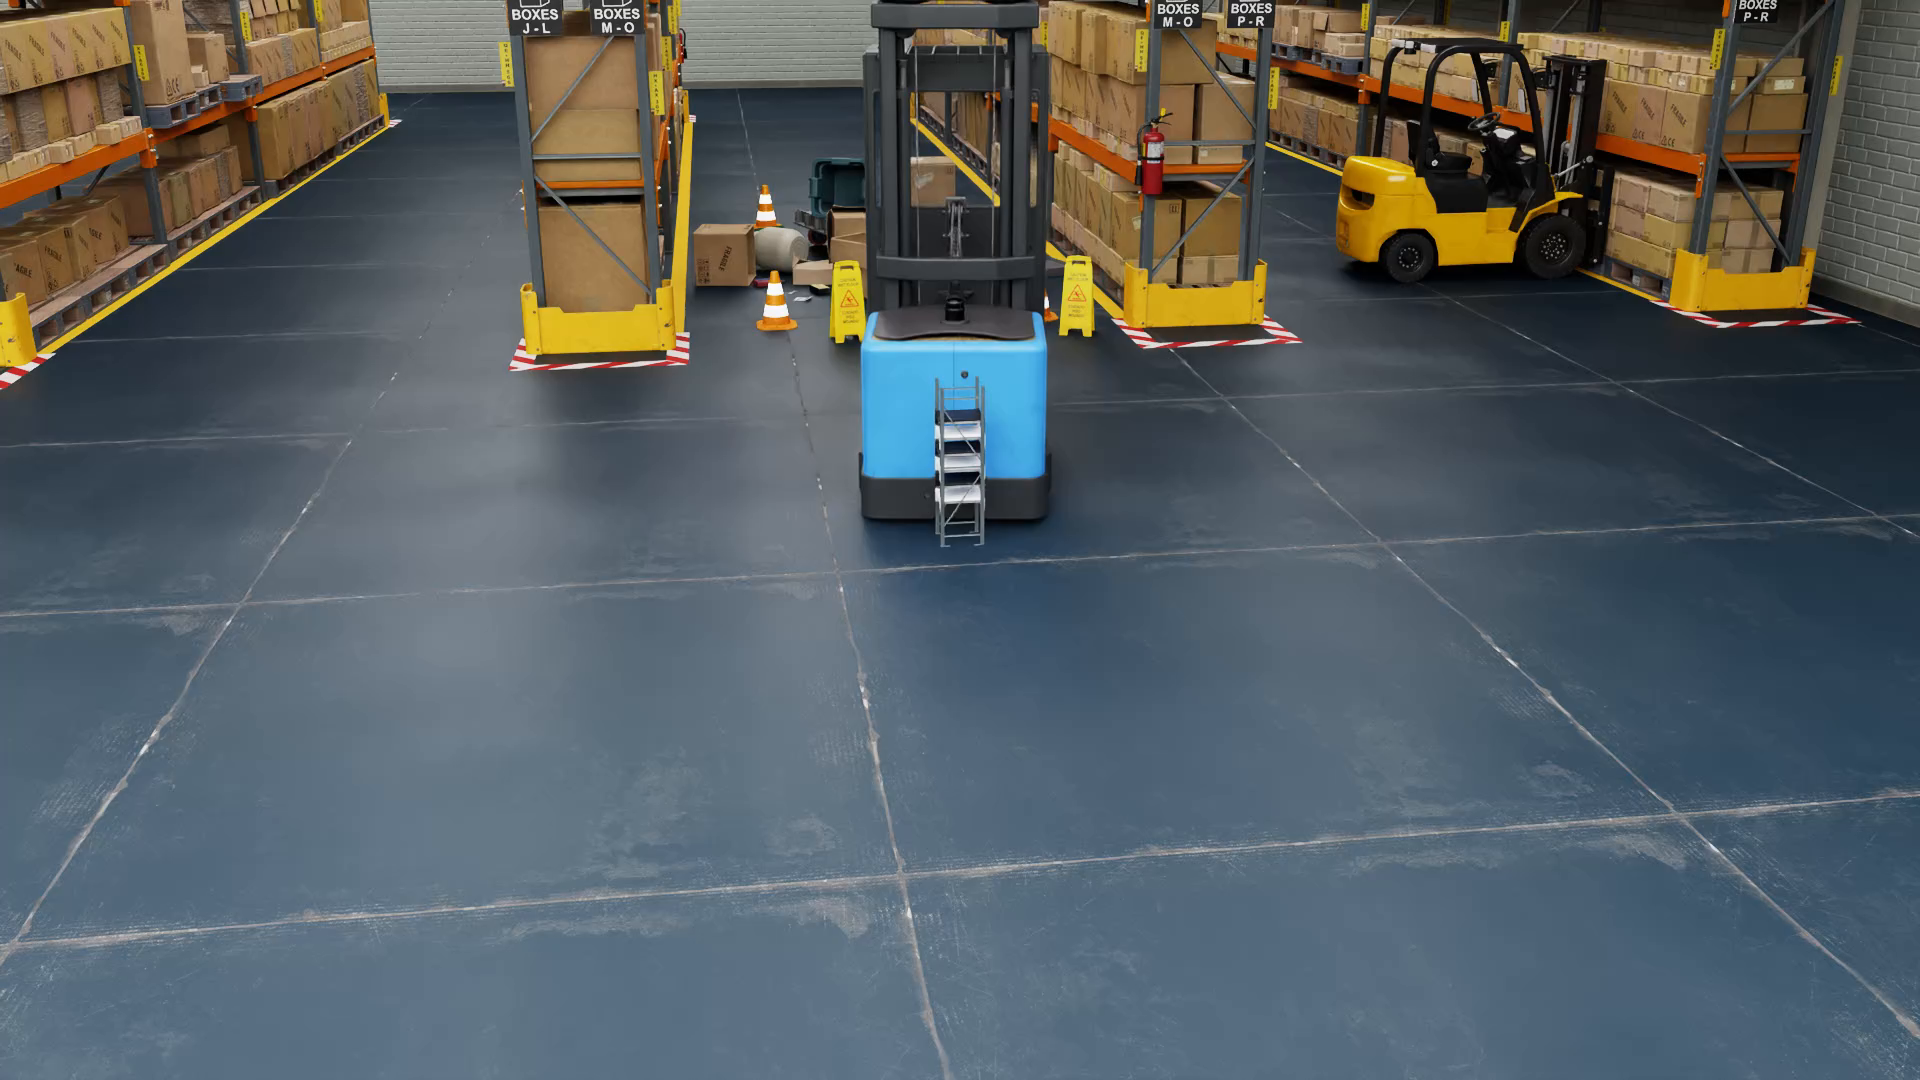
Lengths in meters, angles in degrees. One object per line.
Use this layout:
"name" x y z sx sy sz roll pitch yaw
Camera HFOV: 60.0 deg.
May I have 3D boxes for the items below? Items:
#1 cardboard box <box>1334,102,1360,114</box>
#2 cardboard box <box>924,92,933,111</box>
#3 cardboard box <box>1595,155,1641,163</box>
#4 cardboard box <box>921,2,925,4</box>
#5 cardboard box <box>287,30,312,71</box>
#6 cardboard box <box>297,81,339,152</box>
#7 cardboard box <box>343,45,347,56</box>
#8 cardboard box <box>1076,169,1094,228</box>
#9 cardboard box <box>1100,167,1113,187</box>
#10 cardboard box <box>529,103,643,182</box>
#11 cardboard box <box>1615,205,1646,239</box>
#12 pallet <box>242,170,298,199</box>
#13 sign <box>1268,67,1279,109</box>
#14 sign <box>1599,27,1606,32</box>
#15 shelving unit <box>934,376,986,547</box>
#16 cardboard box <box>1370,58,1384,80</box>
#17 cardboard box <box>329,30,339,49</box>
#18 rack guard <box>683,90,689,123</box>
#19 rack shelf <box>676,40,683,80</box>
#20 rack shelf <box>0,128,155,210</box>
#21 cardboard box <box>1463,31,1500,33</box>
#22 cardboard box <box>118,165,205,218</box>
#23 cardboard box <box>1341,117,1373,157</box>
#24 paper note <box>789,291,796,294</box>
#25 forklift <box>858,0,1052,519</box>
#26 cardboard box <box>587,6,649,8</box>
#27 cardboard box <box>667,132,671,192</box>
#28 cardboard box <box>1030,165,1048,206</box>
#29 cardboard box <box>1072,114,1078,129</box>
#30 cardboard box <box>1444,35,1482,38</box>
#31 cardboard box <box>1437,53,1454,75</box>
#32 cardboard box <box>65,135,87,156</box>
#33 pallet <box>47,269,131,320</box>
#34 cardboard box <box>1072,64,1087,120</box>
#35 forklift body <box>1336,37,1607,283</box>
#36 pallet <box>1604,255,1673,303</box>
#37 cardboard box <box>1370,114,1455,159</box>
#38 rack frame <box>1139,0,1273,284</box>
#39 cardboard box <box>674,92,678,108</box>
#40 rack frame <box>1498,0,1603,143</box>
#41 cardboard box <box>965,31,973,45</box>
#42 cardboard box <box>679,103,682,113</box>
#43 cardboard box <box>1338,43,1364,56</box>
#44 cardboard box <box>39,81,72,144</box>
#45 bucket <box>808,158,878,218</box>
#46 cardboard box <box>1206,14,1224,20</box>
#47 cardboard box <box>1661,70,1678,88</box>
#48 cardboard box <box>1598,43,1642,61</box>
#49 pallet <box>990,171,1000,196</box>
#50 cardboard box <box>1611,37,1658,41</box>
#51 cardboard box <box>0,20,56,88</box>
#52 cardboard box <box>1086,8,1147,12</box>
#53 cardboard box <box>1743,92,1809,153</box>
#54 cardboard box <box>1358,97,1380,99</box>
"cardboard box" 5.377 -5.943 22.886 0.380 0.149 0.250 -4 21 -10
"cardboard box" -0.107 -7.560 28.232 0.875 0.438 0.875 -4 21 -10
"cardboard box" 6.750 -3.750 16.869 0.500 0.250 0.500 -3 21 -7
"cardboard box" -0.351 -8.765 26.826 0.500 0.500 0.500 -3 21 -8
"cardboard box" -9.129 -6.629 22.536 0.500 0.500 0.500 -2 21 -6
"cardboard box" -9.419 -5.883 23.117 1.225 0.875 0.875 -3 21 -8
"cardboard box" -9.432 -7.353 24.974 0.380 0.149 0.250 -3 21 -7
"cardboard box" 1.408 -3.310 16.049 0.500 0.500 0.500 -2 21 -5
"cardboard box" 1.479 -3.286 15.059 0.380 0.149 0.250 -3 21 -7
"cardboard box" -2.977 -3.159 13.173 0.875 0.550 0.550 -3 21 -8
"cardboard box" 6.475 -2.969 15.493 0.500 0.250 0.500 -3 21 -8
"pallet" -8.994 -4.488 20.930 1.003 0.211 1.213 -3 21 -8
"sign" 2.542 -3.680 13.545 0.100 0.325 0.005 -3 21 -8
"sign" 6.889 -5.355 17.916 0.100 0.325 0.005 -3 21 -8
"shelving unit" -0.001 -0.424 9.066 0.258 0.900 0.210 -3 21 -8
"cardboard box" 5.585 -6.033 21.295 0.500 0.250 0.500 -3 21 -8
"cardboard box" -9.406 -7.320 24.316 0.500 0.250 0.500 -3 21 -8
"rack guard" -5.174 -7.305 28.060 1.175 0.500 0.348 -3 21 -8
"rack shelf" -4.897 -7.473 25.965 1.077 0.370 4.000 -3 21 -8
"rack shelf" -8.090 -3.103 14.265 1.077 0.370 4.000 -3 21 -8
"cardboard box" 6.319 -6.081 20.141 0.380 0.149 0.250 -3 21 -9
"cardboard box" -8.576 -3.741 17.889 0.700 0.500 0.500 -5 21 -12
"cardboard box" 5.490 -5.430 22.440 0.500 0.500 0.500 -2 21 -6
"paper note" -1.541 -2.281 15.310 0.032 0.001 0.123 8 22 20
"forklift" -0.021 -1.952 10.254 1.130 2.935 3.031 0 20 0
"cardboard box" -3.827 -5.739 18.724 0.700 0.500 0.500 -3 21 -9
"cardboard box" -3.904 -4.357 19.211 1.050 0.750 0.750 -3 21 -7
"cardboard box" 1.243 -4.028 18.870 0.950 0.372 0.625 -2 21 -4
"cardboard box" 1.314 -4.127 16.337 0.380 0.149 0.250 -2 21 -6
"cardboard box" 5.857 -5.783 19.342 0.380 0.149 0.250 -3 21 -7
"cardboard box" 5.867 -5.560 19.315 0.500 0.250 0.500 -3 21 -7
"cardboard box" -7.854 -3.435 14.485 0.380 0.149 0.250 -3 21 -8
"pallet" -8.067 -2.172 14.730 1.003 0.211 1.213 -3 21 -8
"cardboard box" 1.371 -4.305 15.887 0.500 0.500 0.500 -3 21 -8
"forklift body" 4.838 -3.666 15.957 2.313 2.155 1.214 -3 21 -8
"pallet" 6.765 -2.455 15.488 1.003 0.211 1.213 -3 21 -8
"cardboard box" 5.840 -5.136 21.475 0.875 0.625 0.625 -2 21 -6
"rack frame" 2.005 -3.247 13.624 1.000 3.000 0.127 -3 21 -8
"cardboard box" -4.190 -6.071 23.084 0.500 0.250 0.500 -2 21 -5
"rack frame" 6.340 -4.884 18.005 1.000 3.000 0.127 -3 21 -8
"cardboard box" 0.359 -6.690 22.340 0.500 0.250 0.500 -3 21 -9
"cardboard box" -4.577 -6.792 26.165 0.380 0.149 0.250 -3 21 -7
"cardboard box" 5.289 -6.556 22.241 0.380 0.149 0.250 -3 21 -7
"cardboard box" -8.134 -3.642 14.111 0.875 0.500 0.500 -3 21 -8
"bucket" -1.154 -3.595 17.061 0.726 0.611 0.620 4 11 11
"cardboard box" 4.482 -8.763 28.179 0.500 0.250 0.500 -3 21 -7
"cardboard box" 6.546 -4.136 14.932 0.380 0.149 0.250 -3 21 -7
"cardboard box" 6.410 -4.721 16.075 0.380 0.149 0.250 -3 21 -8
"pallet" 0.963 -4.440 20.803 1.003 0.211 1.213 -3 21 -8
"cardboard box" 6.829 -5.015 16.862 0.380 0.149 0.250 -3 21 -9
"cardboard box" -7.750 -3.953 13.515 0.500 0.500 0.500 -3 21 -8
"cardboard box" 1.540 -4.594 15.233 0.700 0.500 0.500 -3 21 -8
"cardboard box" 7.120 -3.731 14.777 0.500 0.500 0.500 -2 21 -6
"cardboard box" 5.837 -6.157 23.459 0.380 0.149 0.250 -3 21 -9
